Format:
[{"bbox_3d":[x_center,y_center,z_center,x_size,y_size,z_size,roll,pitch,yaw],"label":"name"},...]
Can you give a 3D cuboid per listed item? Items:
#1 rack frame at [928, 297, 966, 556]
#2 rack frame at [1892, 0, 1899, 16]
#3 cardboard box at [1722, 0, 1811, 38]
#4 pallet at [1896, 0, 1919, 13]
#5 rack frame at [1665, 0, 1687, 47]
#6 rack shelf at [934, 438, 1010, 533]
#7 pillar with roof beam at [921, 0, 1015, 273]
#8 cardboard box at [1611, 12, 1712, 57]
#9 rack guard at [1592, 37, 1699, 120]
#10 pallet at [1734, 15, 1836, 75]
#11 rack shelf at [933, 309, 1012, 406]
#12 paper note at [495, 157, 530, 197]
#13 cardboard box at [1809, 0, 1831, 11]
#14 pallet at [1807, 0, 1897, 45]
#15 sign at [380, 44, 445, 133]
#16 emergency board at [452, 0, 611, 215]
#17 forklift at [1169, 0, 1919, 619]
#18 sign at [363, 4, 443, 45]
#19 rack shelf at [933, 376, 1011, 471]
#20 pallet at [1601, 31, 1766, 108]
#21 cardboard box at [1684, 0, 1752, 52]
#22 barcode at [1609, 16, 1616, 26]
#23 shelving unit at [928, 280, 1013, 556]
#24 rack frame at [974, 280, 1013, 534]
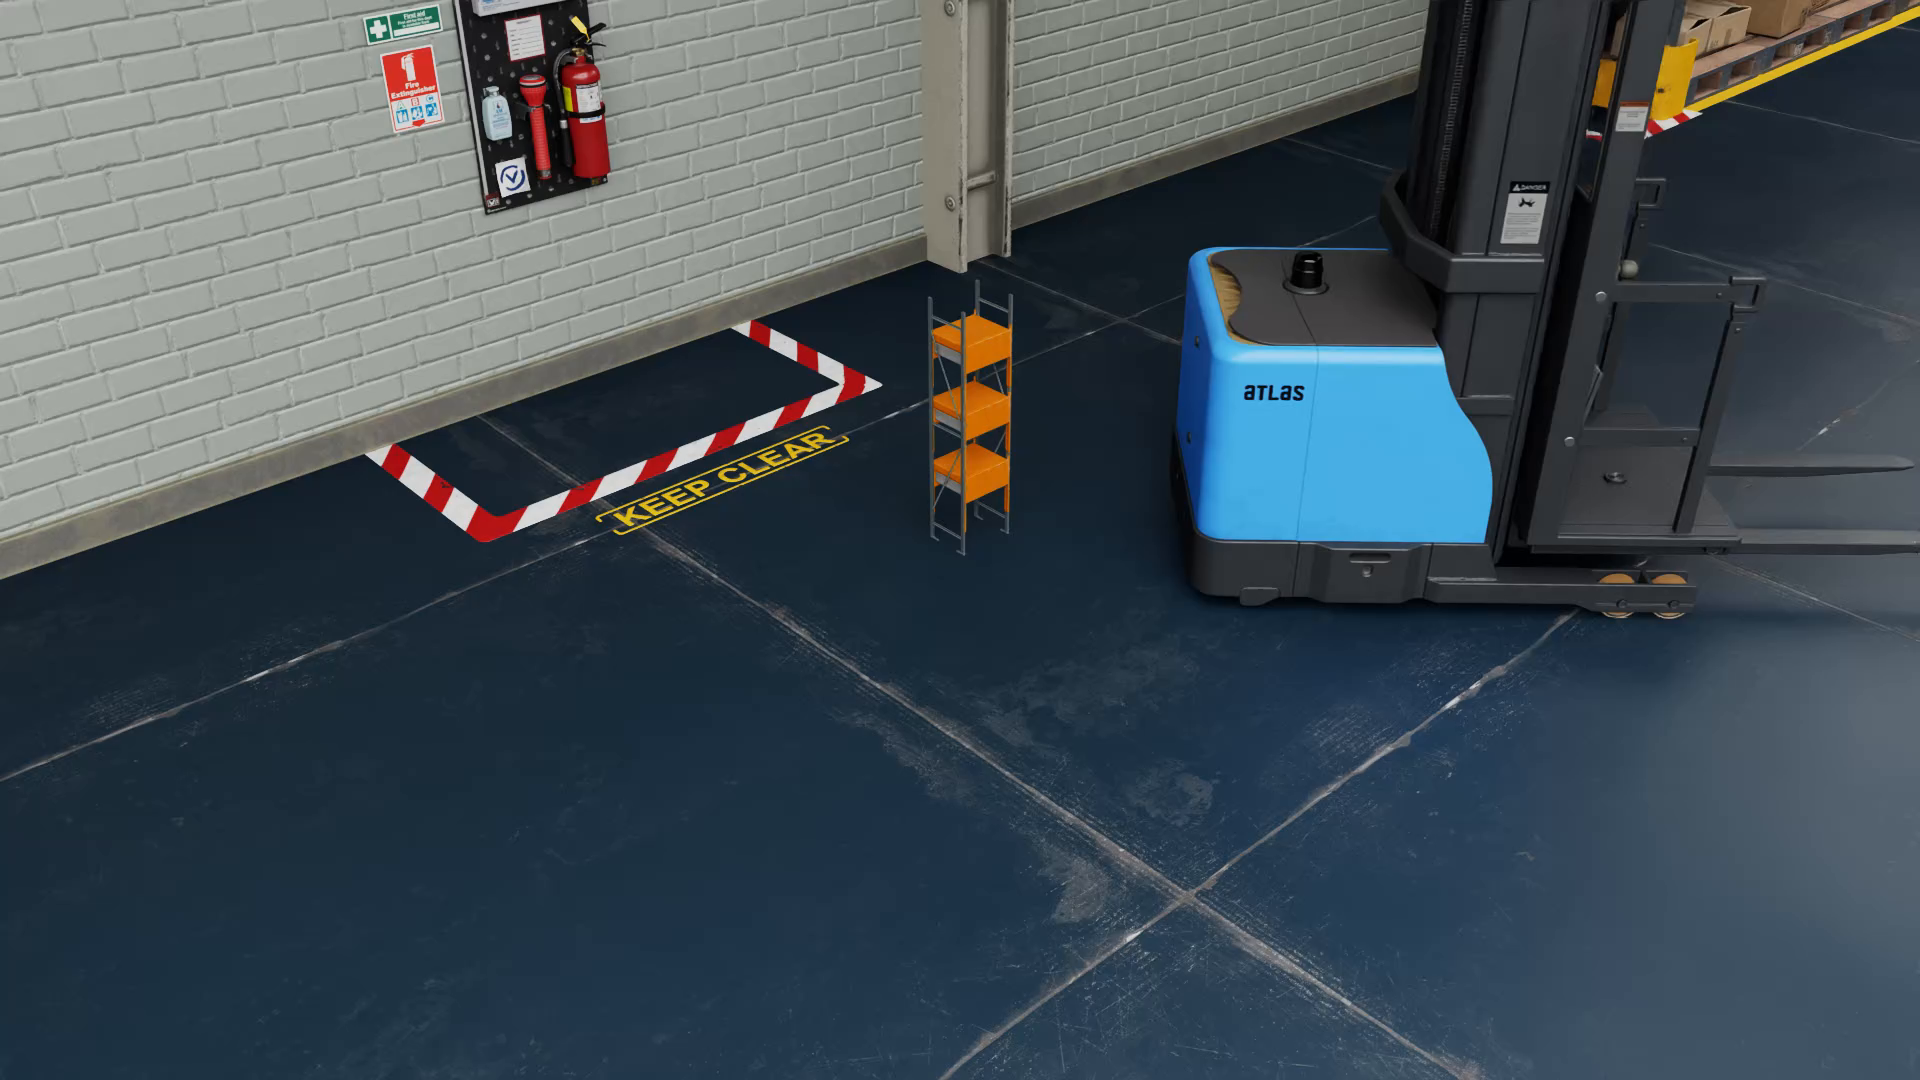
[{"bbox_3d":[-0.050,-0.424,6.436,0.008,1.050,0.200,-26,40,-35],"label":"rack frame"},{"bbox_3d":[7.450,-5.844,13.431,0.127,3.000,1.000,-26,40,-35],"label":"rack frame"},{"bbox_3d":[6.076,-4.200,12.718,0.700,0.500,0.500,26,40,36],"label":"cardboard box"},{"bbox_3d":[8.020,-4.931,14.611,1.213,0.211,1.003,-26,40,-35],"label":"pallet"},{"bbox_3d":[4.517,-4.425,11.111,0.127,3.000,1.000,-26,40,-35],"label":"rack frame"},{"bbox_3d":[0.039,-0.221,6.658,0.240,0.259,0.215,-26,40,-35],"label":"rack shelf"},{"bbox_3d":[2.970,-3.788,4.319,0.400,9.000,9.100,-26,40,-35],"label":"pillar with roof beam"},{"bbox_3d":[5.086,-3.676,12.042,0.500,0.311,0.500,24,39,34],"label":"cardboard box"},{"bbox_3d":[4.573,-3.385,11.807,0.348,0.500,1.175,-26,40,-35],"label":"rack guard"},{"bbox_3d":[6.087,-3.967,13.036,1.213,0.211,1.003,-26,40,-35],"label":"pallet"},{"bbox_3d":[0.039,-0.700,6.365,0.240,0.259,0.215,-26,40,-35],"label":"rack shelf"},{"bbox_3d":[-1.972,-1.602,7.338,0.142,0.148,0.016,-26,40,-35],"label":"paper note"},{"bbox_3d":[6.716,-4.581,13.341,0.500,0.500,0.500,26,40,35],"label":"cardboard box"},{"bbox_3d":[6.982,-4.402,13.747,1.213,0.211,1.003,-26,40,-35],"label":"pallet"},{"bbox_3d":[-2.271,-1.872,6.902,0.234,0.329,0.001,-26,40,-35],"label":"sign"},{"bbox_3d":[-1.795,-2.014,7.168,0.643,1.169,0.194,-26,40,-35],"label":"emergency board"},{"bbox_3d":[2.397,-1.236,5.961,3.031,2.935,1.130,1,31,1],"label":"forklift"},{"bbox_3d":[-2.262,-2.097,6.761,0.331,0.109,0.001,-26,40,-35],"label":"sign"},{"bbox_3d":[0.039,-0.458,6.513,0.240,0.259,0.215,-26,40,-35],"label":"rack shelf"},{"bbox_3d":[5.193,-3.537,12.331,1.213,0.211,1.003,-26,40,-35],"label":"pallet"},{"bbox_3d":[5.504,-3.879,12.373,0.500,0.311,0.500,-22,38,-32],"label":"cardboard box"},{"bbox_3d":[4.827,-3.840,12.301,0.075,0.075,0.001,-26,40,-35],"label":"barcode"},{"bbox_3d":[0.039,-0.467,6.507,0.252,1.050,0.215,-26,40,-35],"label":"shelving unit"},{"bbox_3d":[0.129,-0.510,6.578,0.008,1.050,0.200,-26,40,-35],"label":"rack frame"}]
